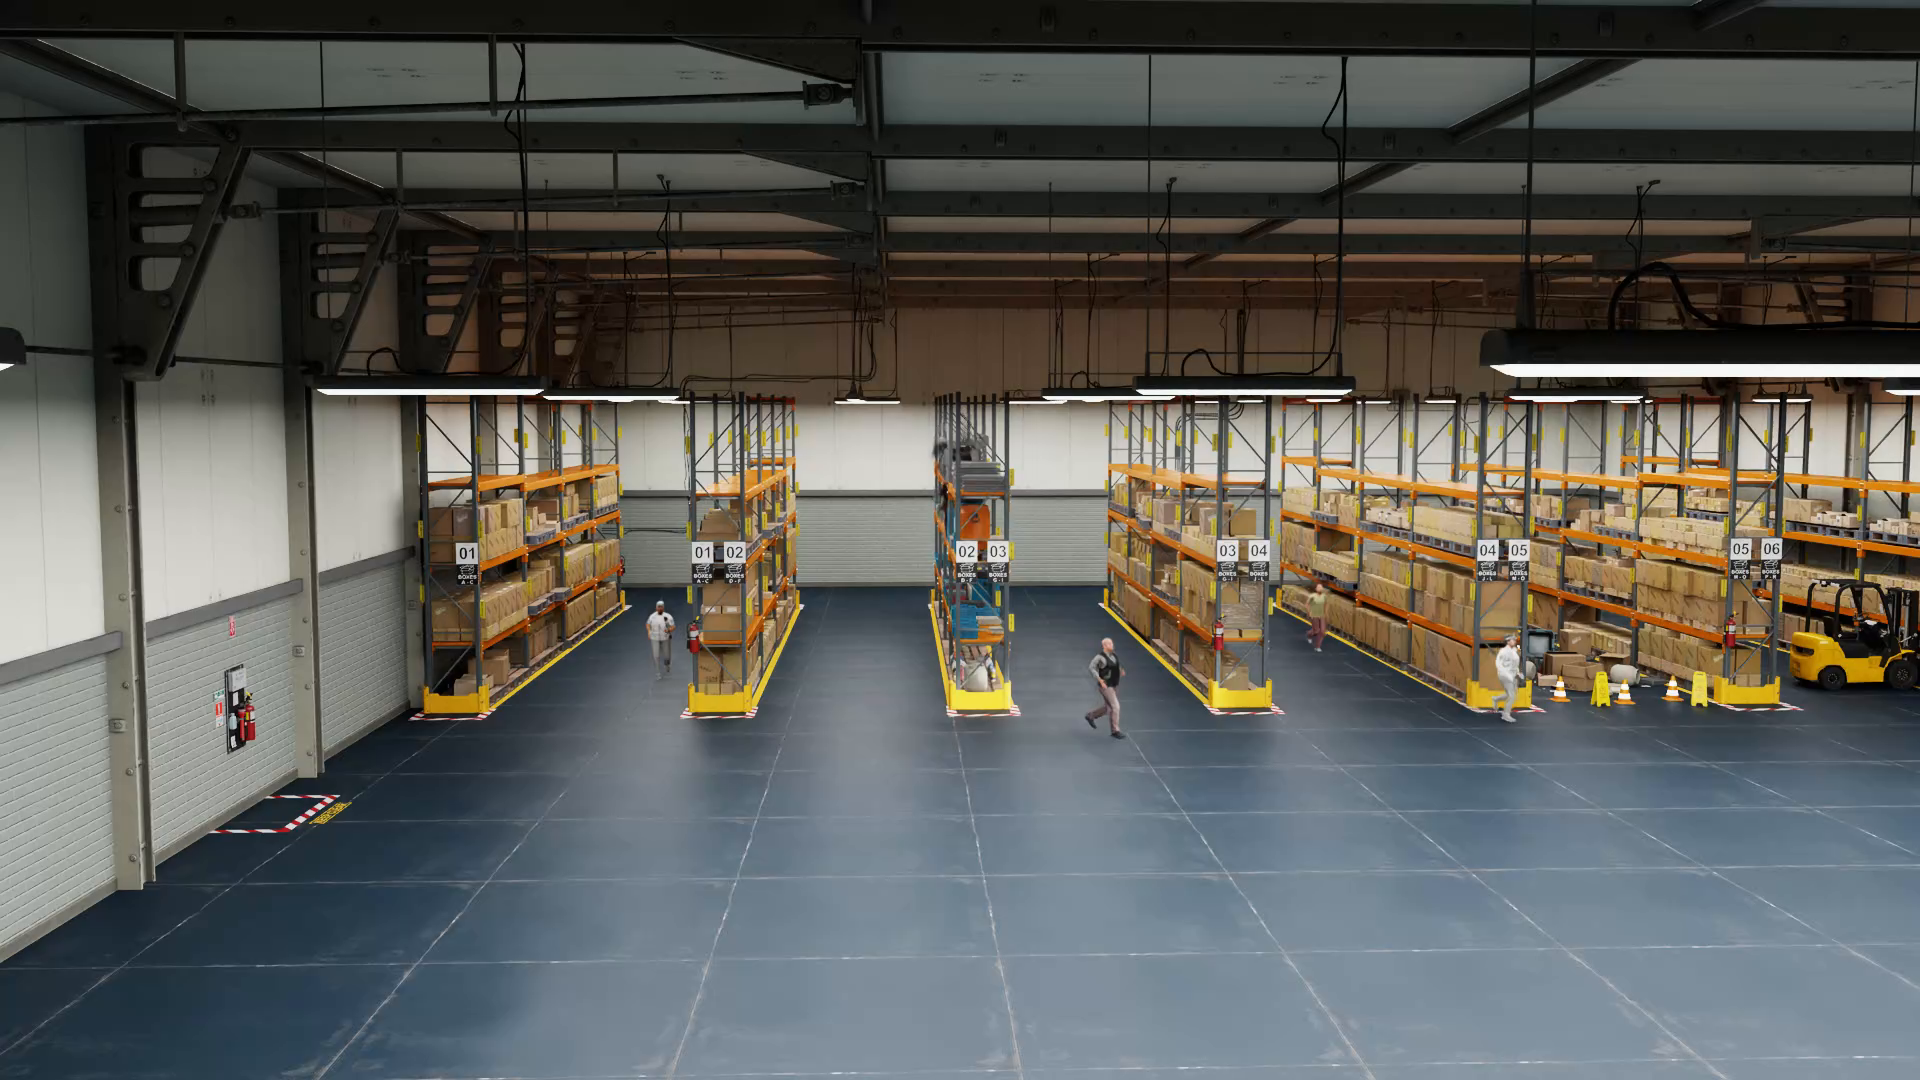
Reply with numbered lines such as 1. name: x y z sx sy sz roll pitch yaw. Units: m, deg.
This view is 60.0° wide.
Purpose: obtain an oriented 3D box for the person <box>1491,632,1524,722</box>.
1. person: 9.961 2.486 30.364 0.599 1.642 0.526 -4 6 -42

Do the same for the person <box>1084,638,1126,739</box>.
1. person: 2.544 2.559 28.919 0.850 1.726 0.653 3 6 35

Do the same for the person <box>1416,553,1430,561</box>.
1. person: 13.670 0.917 49.324 0.550 1.714 0.784 1 5 8

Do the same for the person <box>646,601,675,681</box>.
1. person: -6.309 2.103 35.013 0.620 1.632 0.770 -1 5 -7

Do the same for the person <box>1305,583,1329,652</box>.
1. person: 8.378 1.793 39.060 0.569 1.621 0.622 -1 5 -9
